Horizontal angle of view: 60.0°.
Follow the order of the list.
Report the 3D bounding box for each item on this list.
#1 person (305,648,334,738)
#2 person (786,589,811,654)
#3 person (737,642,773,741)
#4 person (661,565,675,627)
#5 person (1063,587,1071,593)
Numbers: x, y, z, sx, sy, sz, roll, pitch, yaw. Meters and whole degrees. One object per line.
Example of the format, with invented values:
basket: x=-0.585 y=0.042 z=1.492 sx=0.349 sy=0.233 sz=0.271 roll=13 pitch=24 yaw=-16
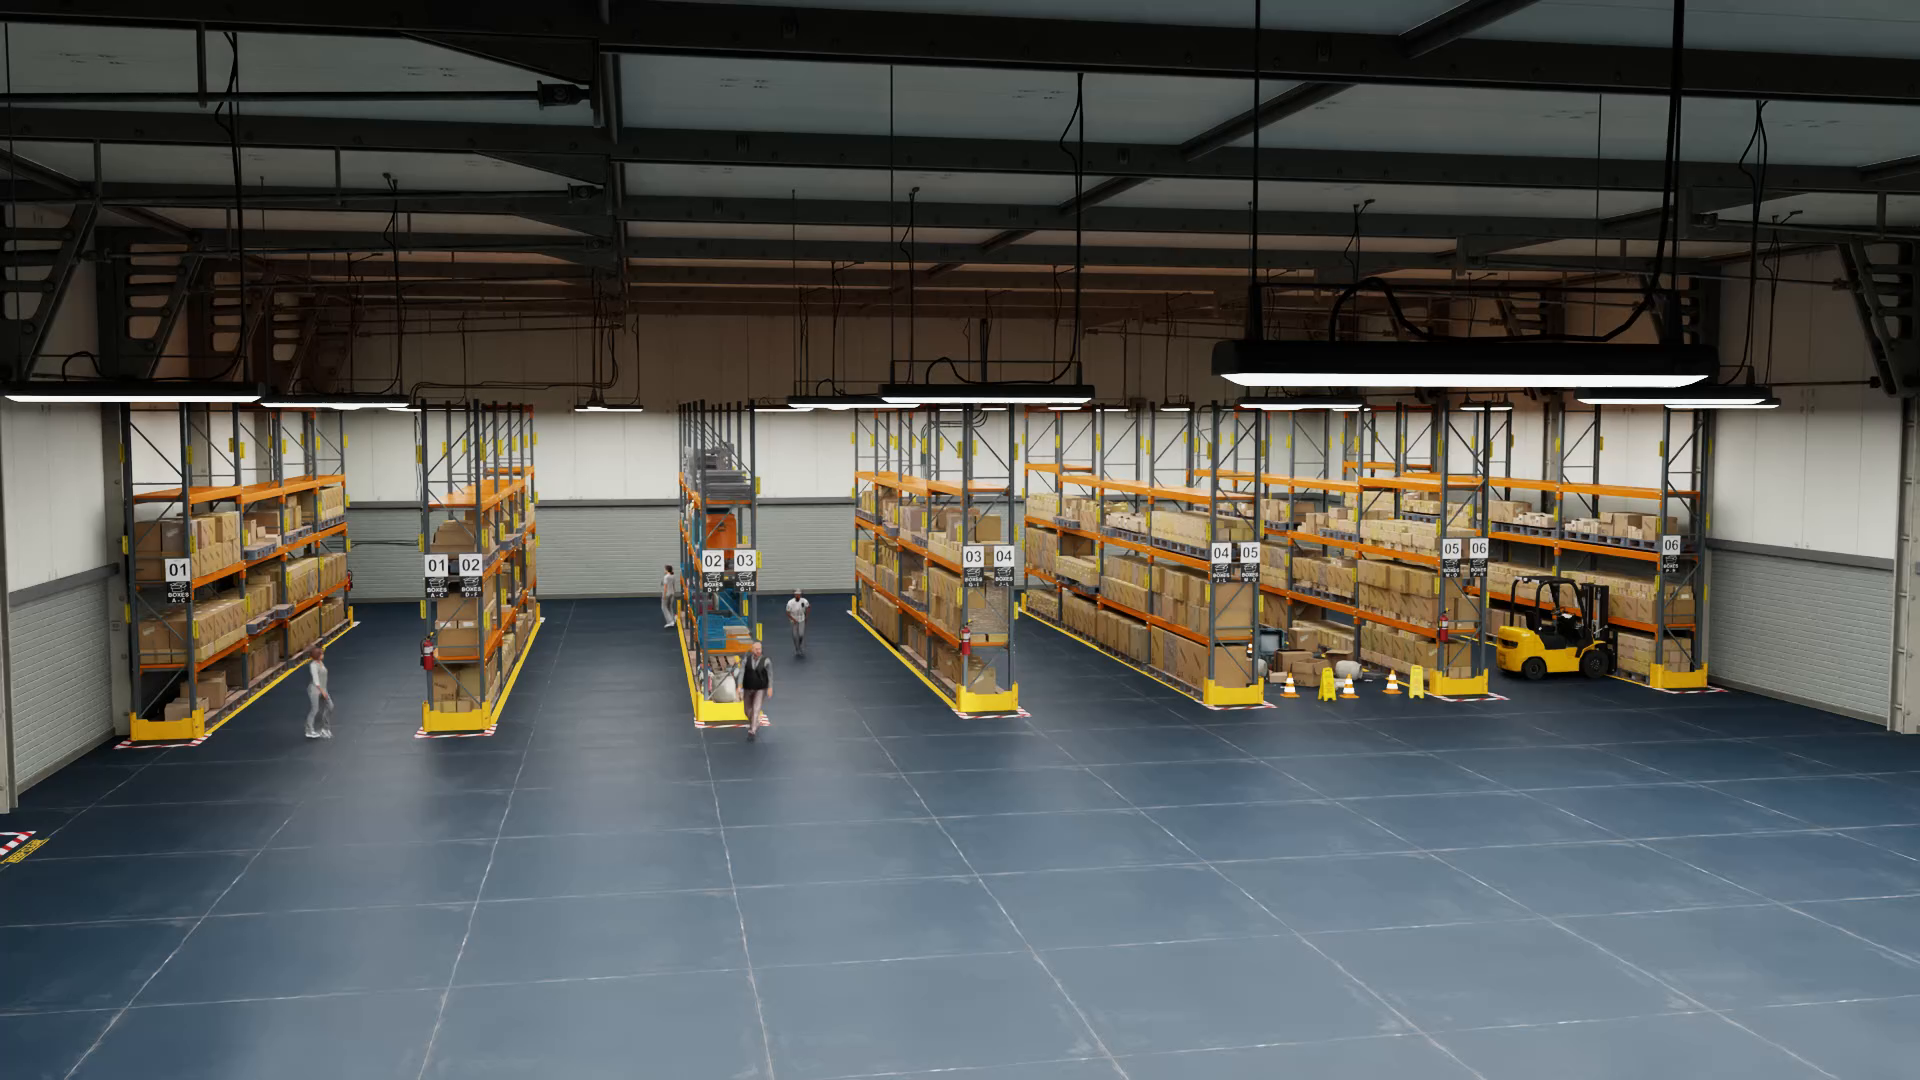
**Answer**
person: x=-11.363 y=2.733 z=29.400 sx=0.488 sy=1.637 sz=0.409 roll=0 pitch=4 yaw=6
person: x=-3.852 y=1.933 z=39.641 sx=0.576 sy=1.607 sz=0.741 roll=0 pitch=4 yaw=-2
person: x=-3.634 y=2.659 z=29.499 sx=0.613 sy=1.687 sz=0.898 roll=0 pitch=4 yaw=4
person: x=-7.851 y=1.523 z=44.905 sx=0.398 sy=1.719 sz=0.484 roll=2 pitch=5 yaw=28
person: x=3.293 y=0.906 z=52.031 sx=0.545 sy=1.767 sz=0.810 roll=3 pitch=6 yaw=39
